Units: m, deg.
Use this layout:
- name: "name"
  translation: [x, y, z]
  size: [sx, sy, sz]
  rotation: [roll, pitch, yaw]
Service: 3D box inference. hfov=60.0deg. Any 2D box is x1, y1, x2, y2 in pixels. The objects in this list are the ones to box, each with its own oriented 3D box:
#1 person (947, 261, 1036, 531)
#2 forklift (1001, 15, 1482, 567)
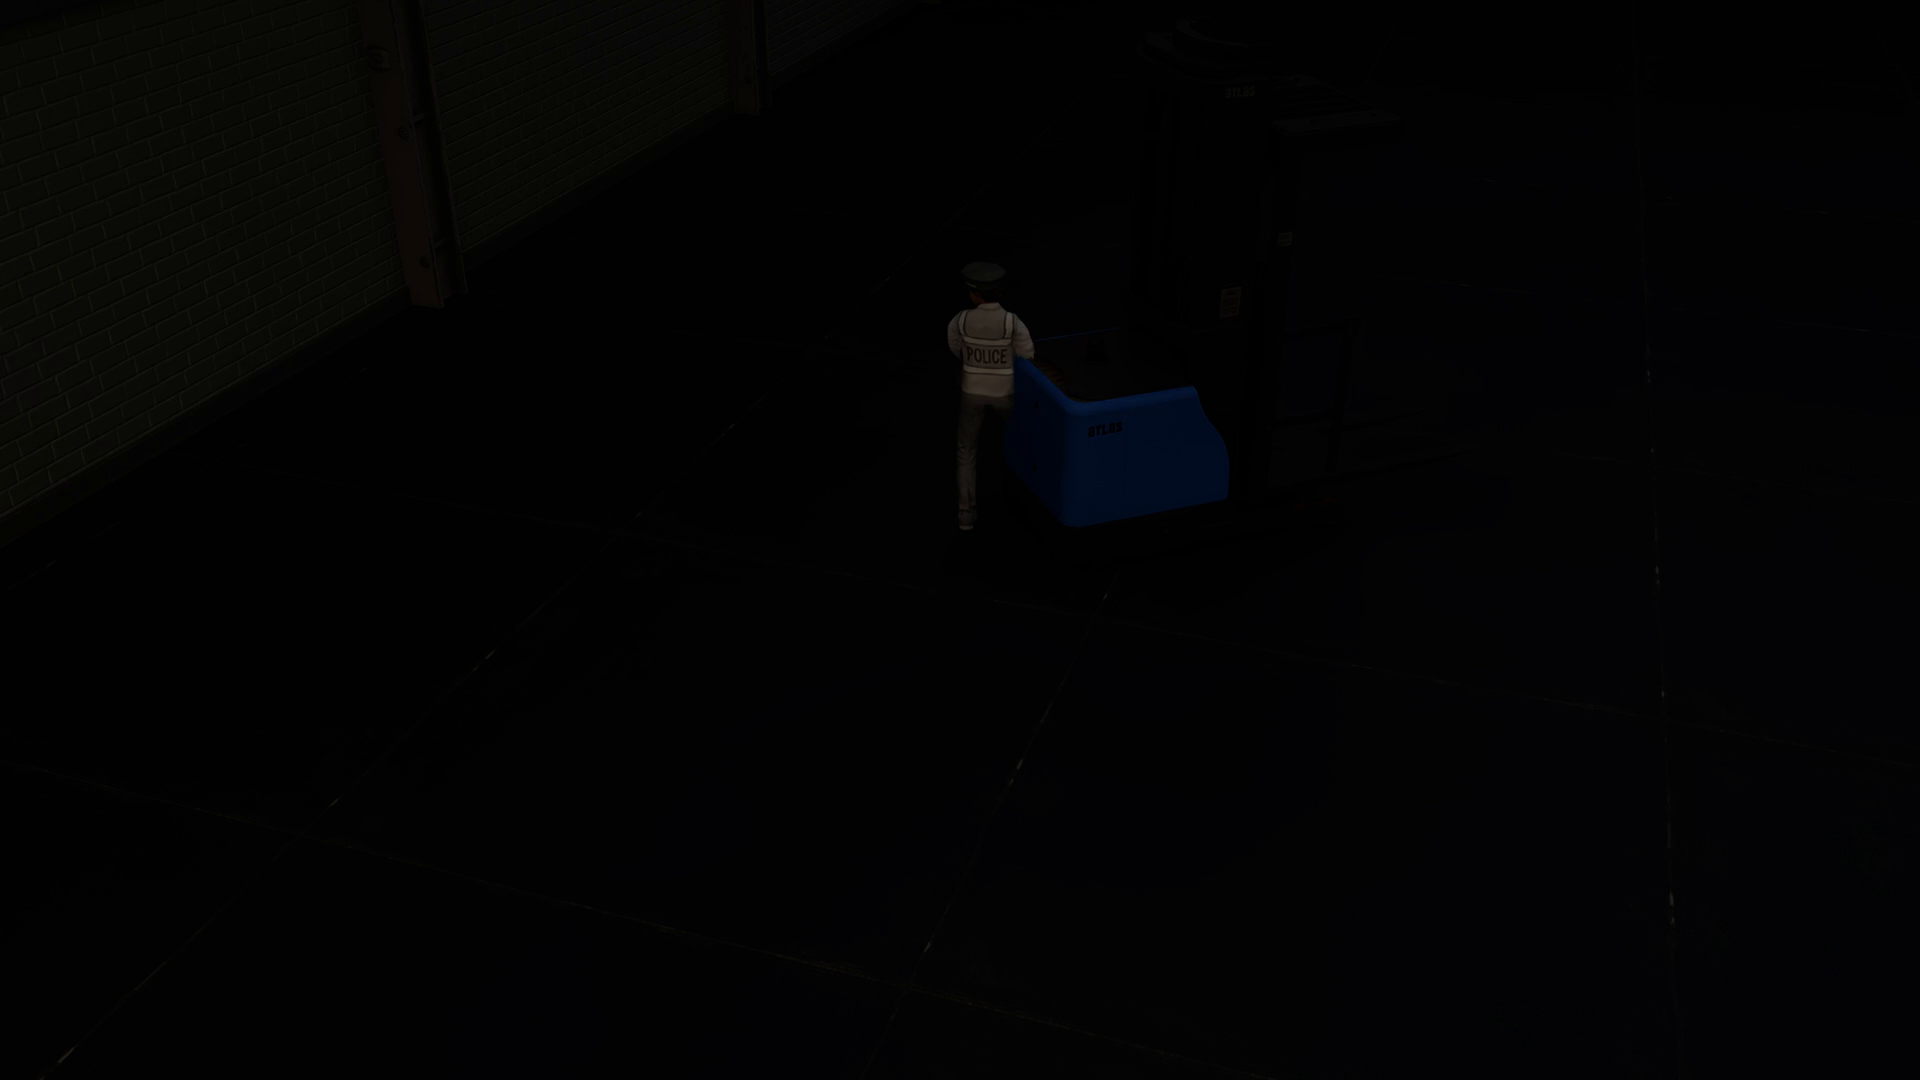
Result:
- name: "person"
  translation: [0.229, -0.916, 10.110]
  size: [0.611, 1.599, 0.819]
  rotation: [2, 30, 4]
- name: "forklift"
  translation: [1.830, -1.563, 9.878]
  size: [3.031, 2.935, 1.130]
  rotation: [-11, 31, -18]
